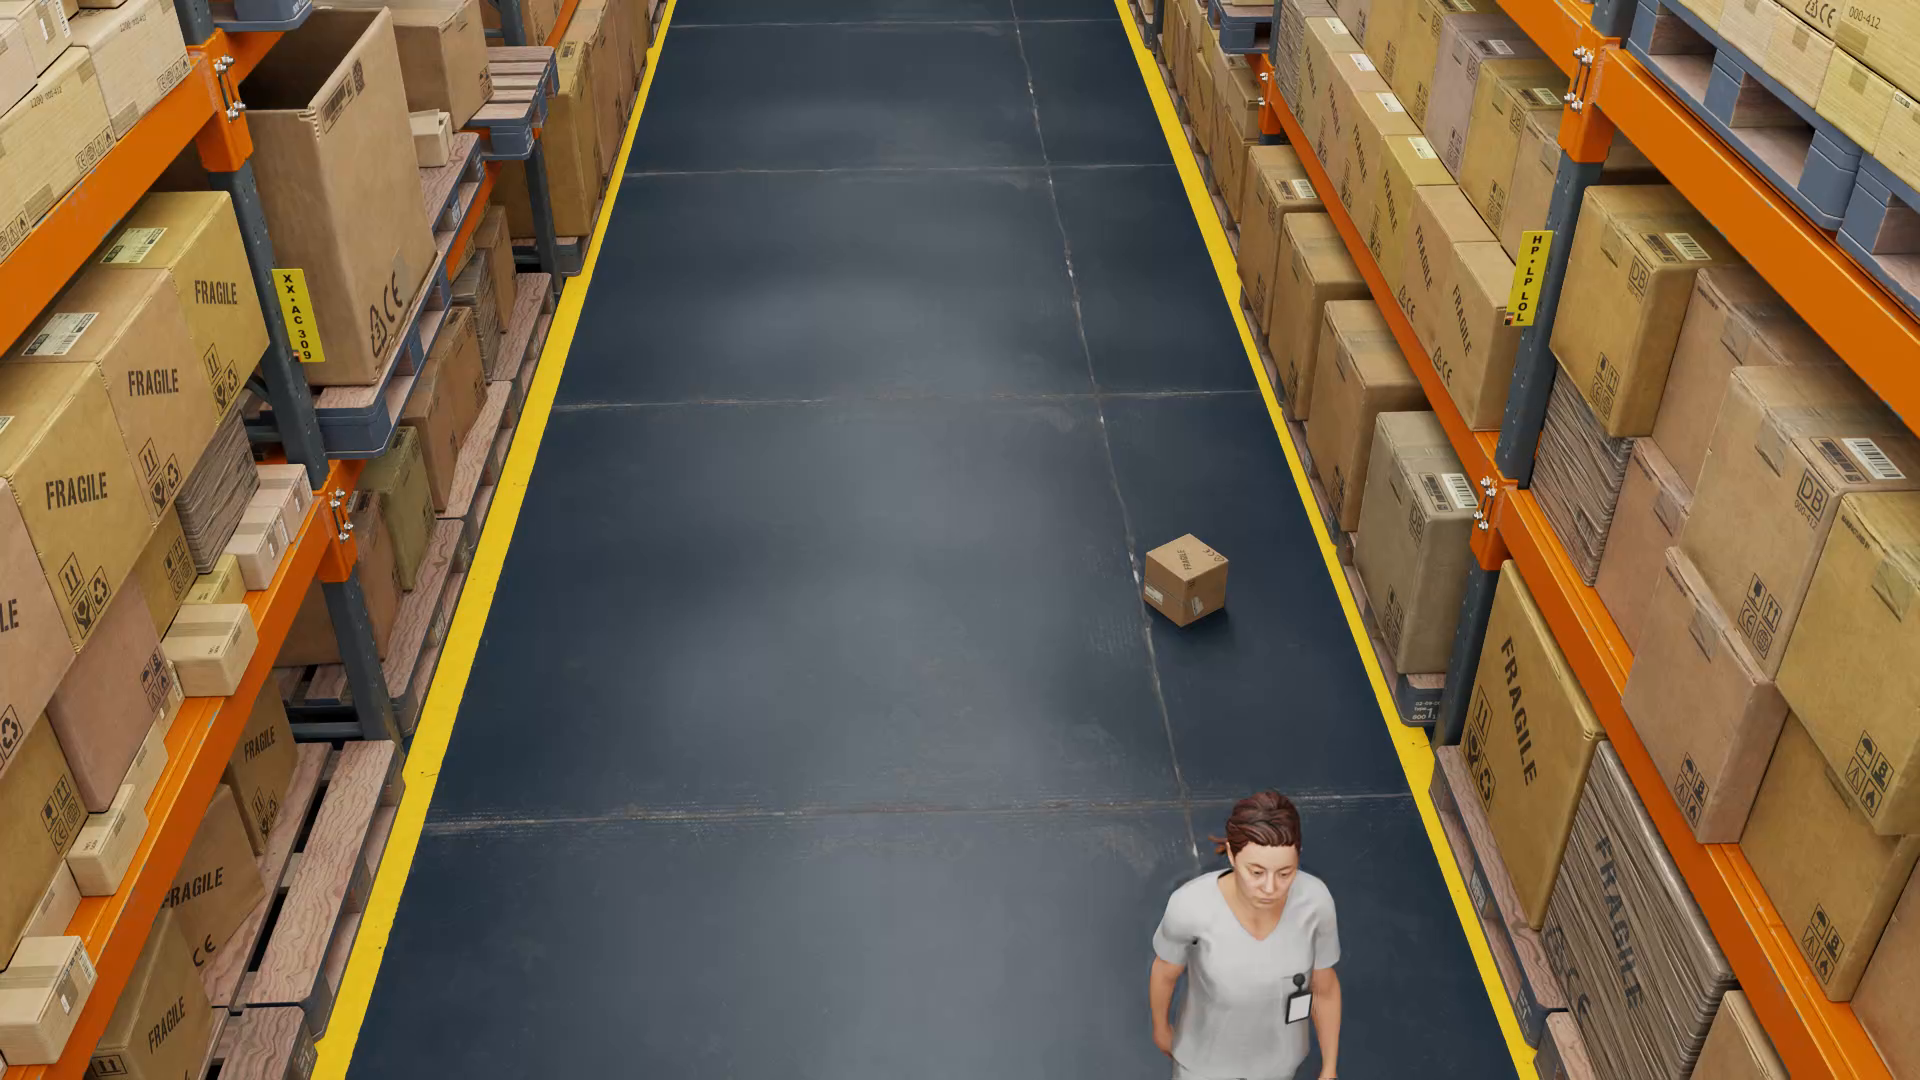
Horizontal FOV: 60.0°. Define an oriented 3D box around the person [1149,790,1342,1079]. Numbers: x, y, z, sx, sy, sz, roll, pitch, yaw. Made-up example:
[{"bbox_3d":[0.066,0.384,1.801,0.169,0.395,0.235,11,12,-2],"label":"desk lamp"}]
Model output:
[{"bbox_3d":[0.720,1.350,4.263,0.457,1.726,0.578,-5,36,-7],"label":"person"}]
